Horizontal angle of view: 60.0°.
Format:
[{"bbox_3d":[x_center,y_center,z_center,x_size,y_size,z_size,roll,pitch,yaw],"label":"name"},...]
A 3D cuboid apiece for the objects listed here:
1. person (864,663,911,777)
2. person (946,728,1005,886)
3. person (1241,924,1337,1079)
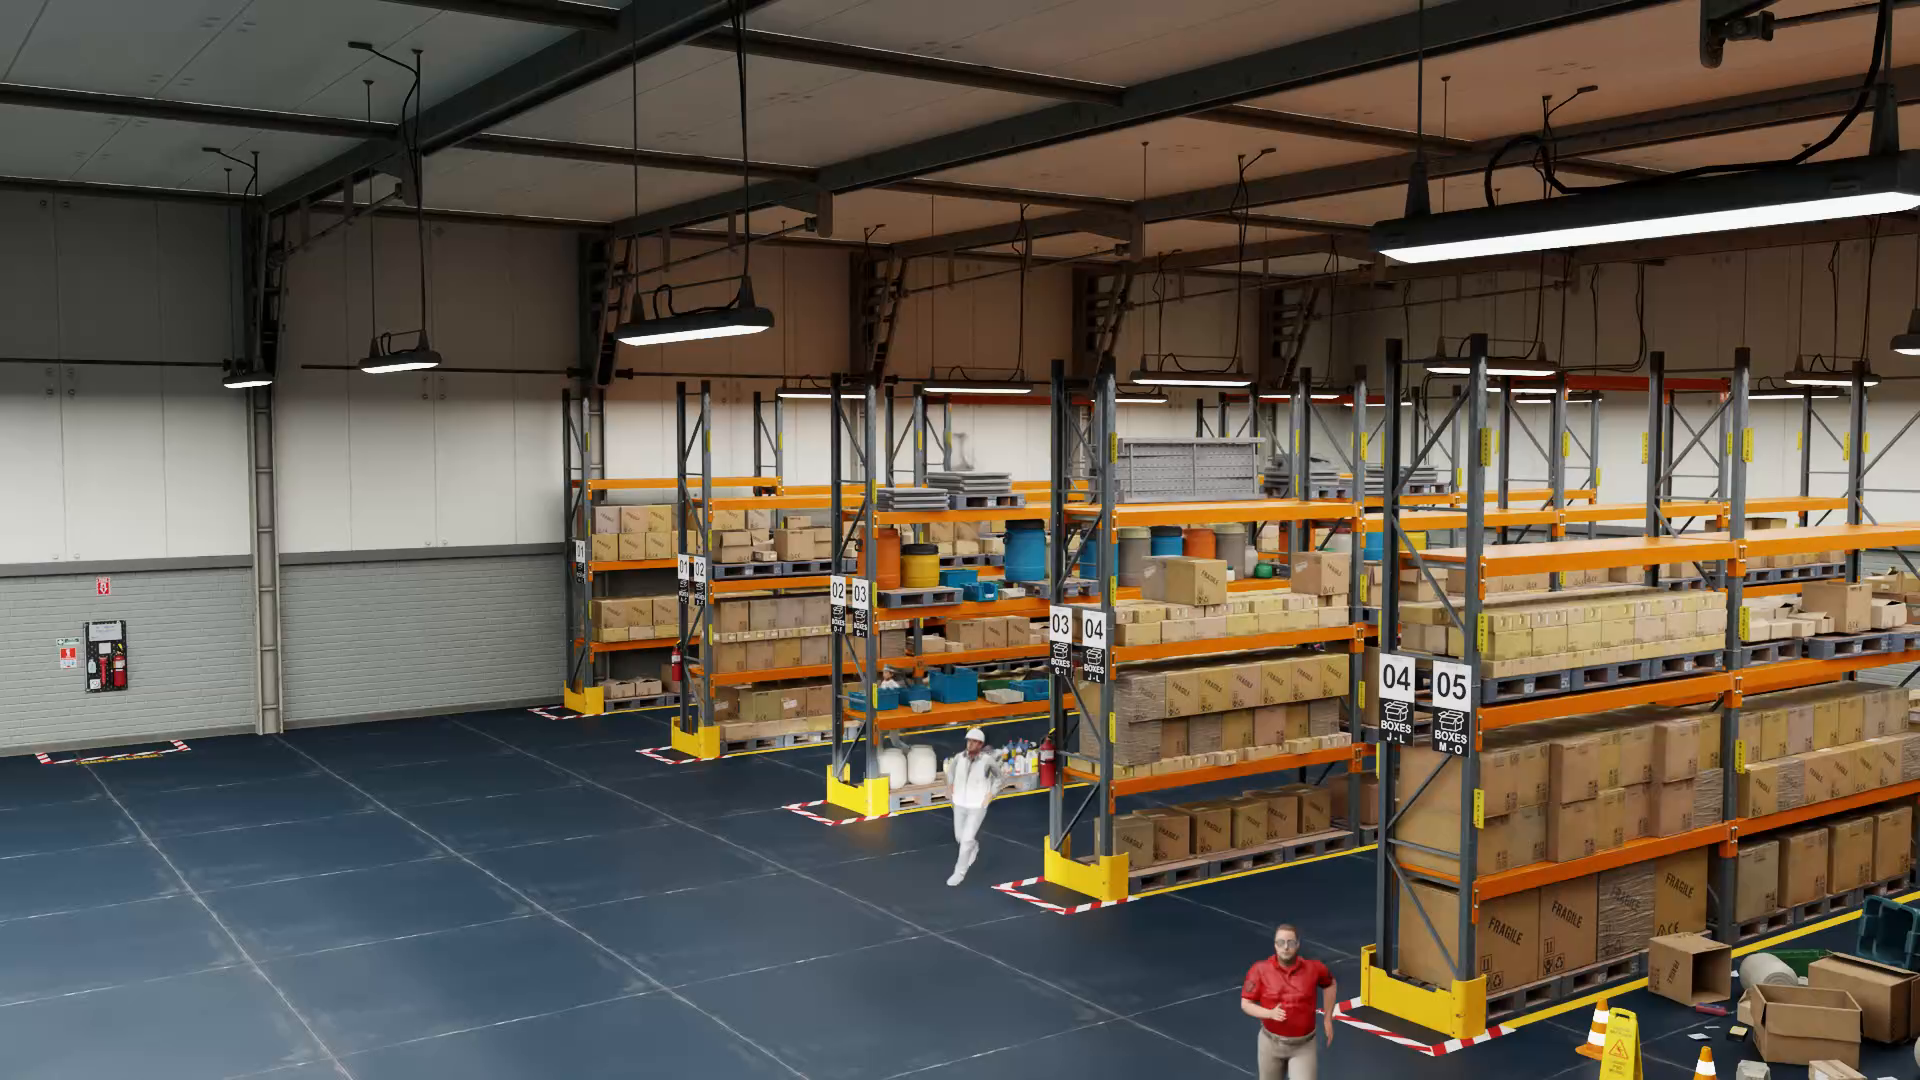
[{"bbox_3d":[-1.054,2.689,25.067,0.864,1.701,0.611,-3,5,-36],"label":"person"},{"bbox_3d":[0.140,3.050,19.241,0.645,1.766,0.876,2,4,26],"label":"person"},{"bbox_3d":[2.283,3.560,11.580,0.637,1.797,0.855,1,4,15],"label":"person"}]
